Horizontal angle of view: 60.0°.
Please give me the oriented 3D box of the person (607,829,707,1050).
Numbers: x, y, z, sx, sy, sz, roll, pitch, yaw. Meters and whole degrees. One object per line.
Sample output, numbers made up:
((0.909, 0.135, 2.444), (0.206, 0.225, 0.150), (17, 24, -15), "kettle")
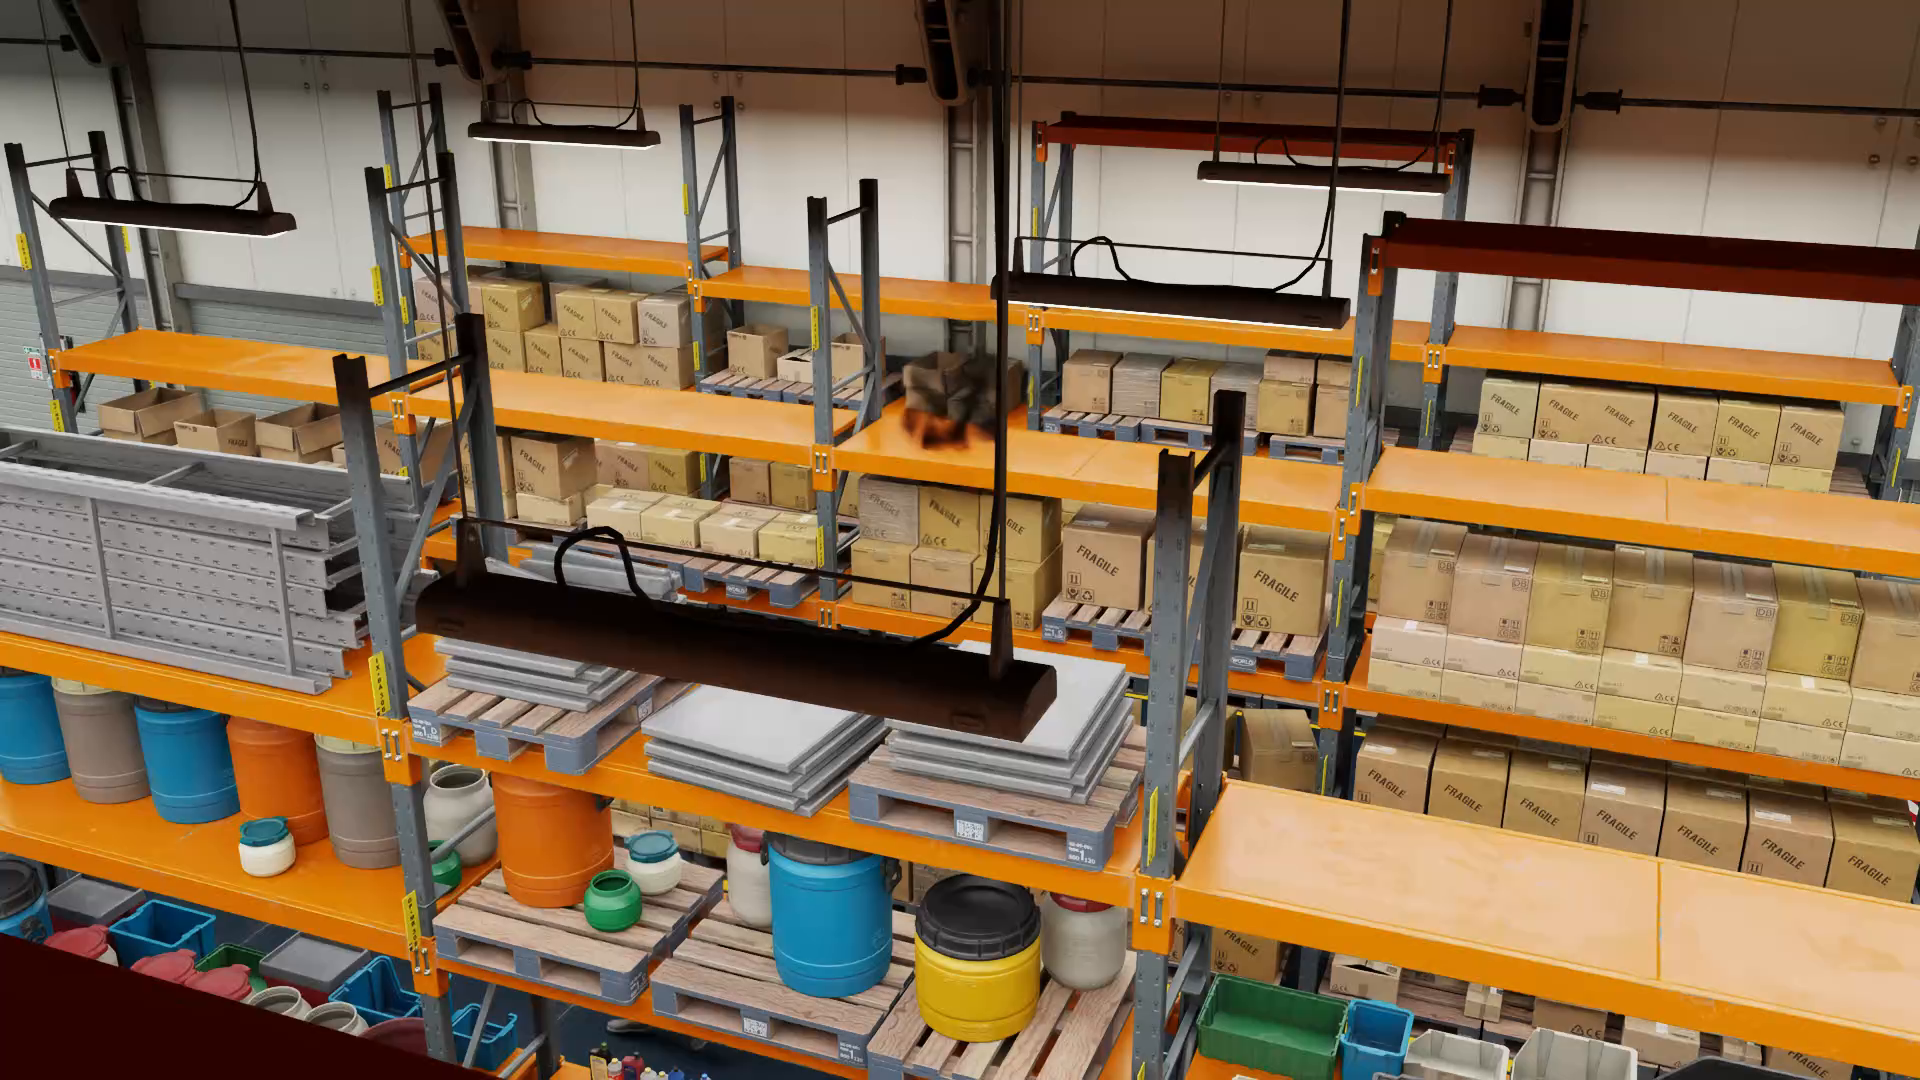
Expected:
((-2.204, 2.922, 12.164), (0.974, 1.764, 0.663), (5, 22, 14), "person")
